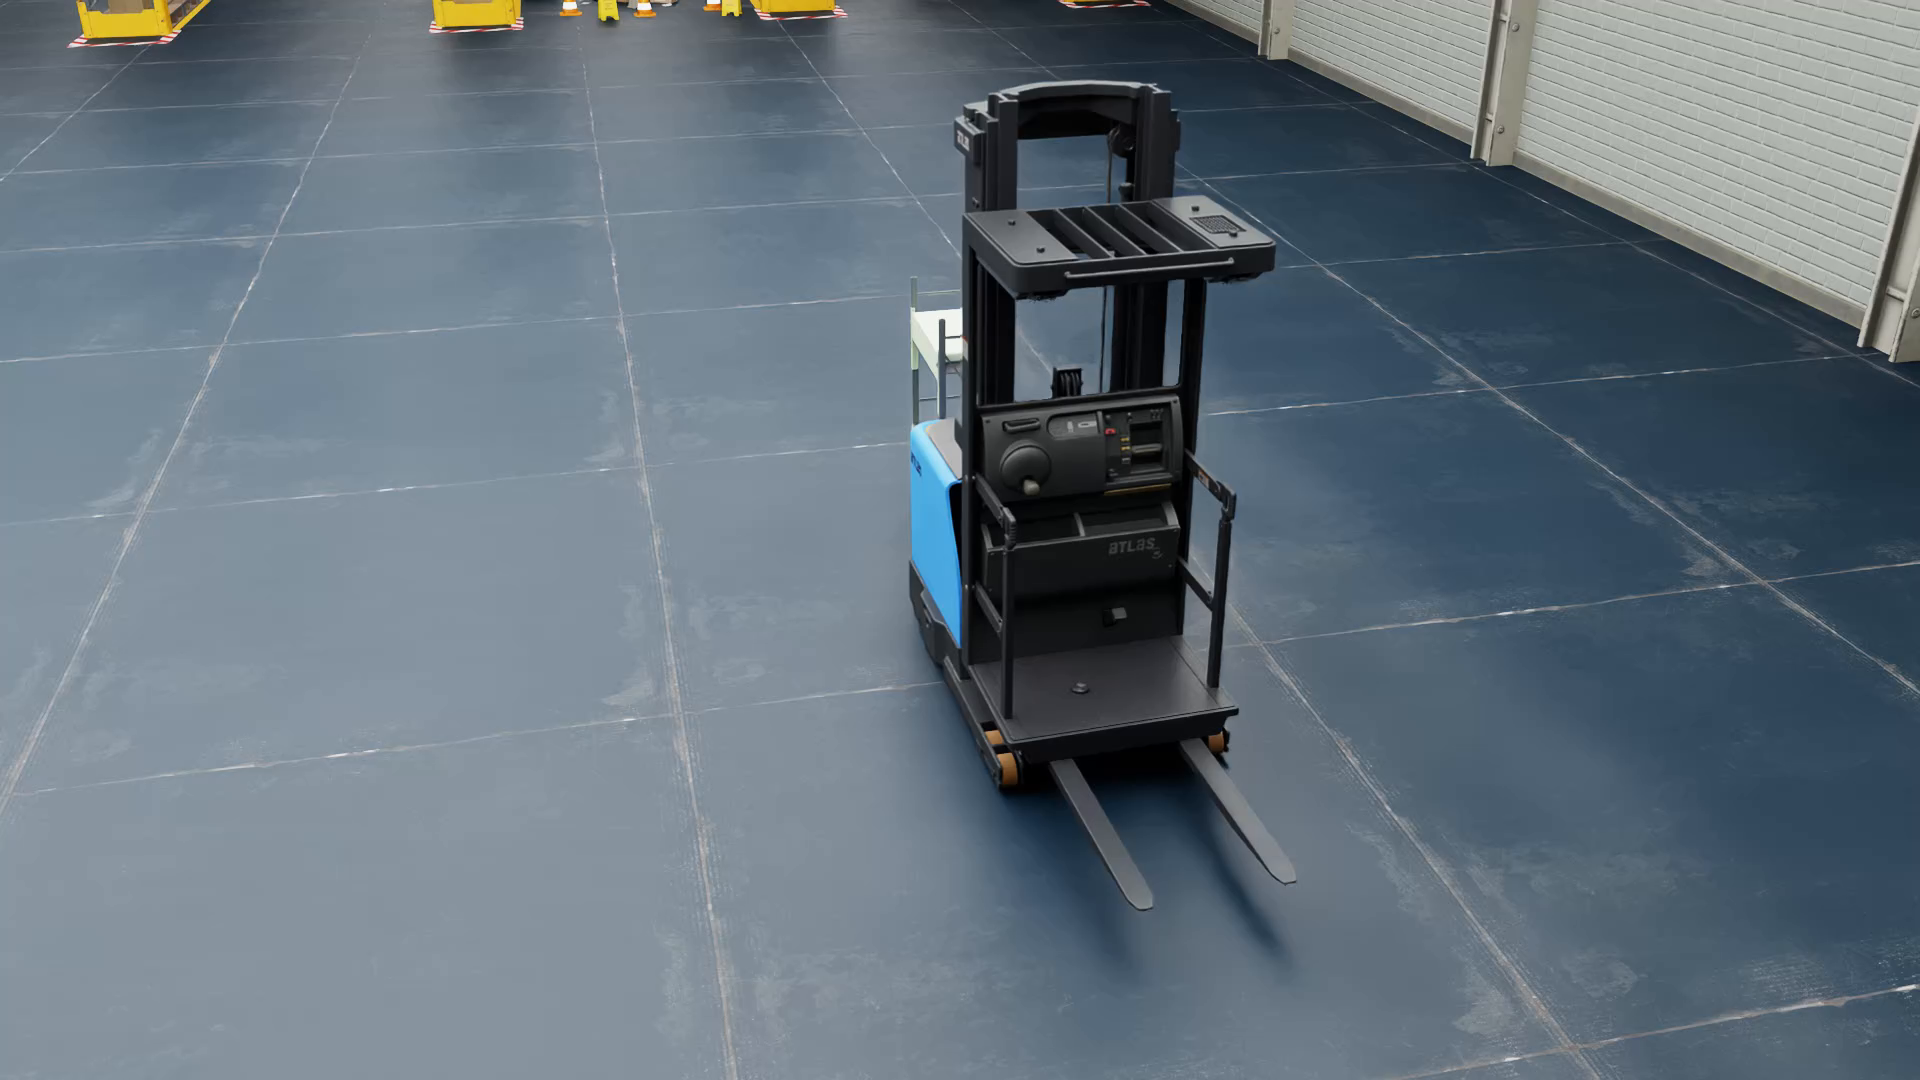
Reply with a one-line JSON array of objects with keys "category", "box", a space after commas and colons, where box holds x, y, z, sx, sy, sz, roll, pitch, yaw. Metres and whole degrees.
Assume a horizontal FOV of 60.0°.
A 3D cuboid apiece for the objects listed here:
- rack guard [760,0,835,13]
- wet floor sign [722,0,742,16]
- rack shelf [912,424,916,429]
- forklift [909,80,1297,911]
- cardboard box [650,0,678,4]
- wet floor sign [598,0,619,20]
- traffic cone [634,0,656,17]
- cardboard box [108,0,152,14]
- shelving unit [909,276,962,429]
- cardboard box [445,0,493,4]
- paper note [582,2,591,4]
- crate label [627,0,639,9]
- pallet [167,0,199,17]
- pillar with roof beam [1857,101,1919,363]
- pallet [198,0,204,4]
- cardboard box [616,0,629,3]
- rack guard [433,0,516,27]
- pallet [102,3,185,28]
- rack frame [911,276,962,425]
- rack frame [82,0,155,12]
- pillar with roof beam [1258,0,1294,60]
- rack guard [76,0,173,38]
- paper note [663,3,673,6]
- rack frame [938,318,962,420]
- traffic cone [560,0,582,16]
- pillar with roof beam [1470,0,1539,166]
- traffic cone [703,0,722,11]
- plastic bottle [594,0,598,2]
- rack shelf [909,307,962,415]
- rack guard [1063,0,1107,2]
[{"category": "rack guard", "box": [-2.587, -8.676, 26.385, 1.175, 0.500, 0.348, -6, 27, -12]}, {"category": "wet floor sign", "box": [-3.569, -8.516, 25.905, 0.267, 0.644, 0.232, 3, 27, 6]}, {"category": "rack shelf", "box": [0.002, -0.376, 9.553, 0.431, 0.370, 0.720, -6, 27, -12]}, {"category": "forklift", "box": [0.612, -0.377, 7.244, 1.130, 2.935, 3.031, -7, 28, -14]}, {"category": "cardboard box", "box": [-4.833, -8.856, 27.131, 0.380, 0.149, 0.250, 8, 28, 15]}, {"category": "wet floor sign", "box": [-5.434, -8.349, 25.575, 0.267, 0.644, 0.232, -11, 29, -20]}, {"category": "traffic cone", "box": [-4.928, -8.422, 25.922, 0.336, 0.463, 0.334, -6, 27, -12]}, {"category": "cardboard box", "box": [-12.349, -8.100, 24.777, 0.500, 0.500, 0.500, -1, 27, -2]}, {"category": "shelving unit", "box": [0.002, -0.667, 9.406, 0.431, 1.500, 0.755, -6, 27, -12]}, {"category": "cardboard box", "box": [-7.587, -8.742, 25.632, 0.875, 0.875, 0.875, -6, 27, -11]}, {"category": "paper note", "box": [-6.060, -8.728, 27.010, 0.144, 0.017, 0.142, 3, 27, 6]}, {"category": "crate label", "box": [-5.166, -8.615, 26.667, 0.250, 0.136, 0.298, -23, 35, -38]}, {"category": "pallet", "box": [-12.662, -8.436, 26.229, 1.003, 0.211, 1.213, -6, 27, -12]}, {"category": "pillar with roof beam", "box": [2.849, -5.001, 9.670, 9.100, 9.000, 0.400, -6, 27, -12]}, {"category": "pallet", "box": [-12.940, -8.972, 27.292, 1.003, 0.211, 1.213, -6, 27, -12]}, {"category": "cardboard box", "box": [-5.432, -9.158, 27.336, 0.637, 0.503, 0.797, 19, 32, 32]}, {"category": "rack guard", "box": [-7.364, -8.085, 25.214, 1.175, 0.500, 0.348, -6, 27, -12]}, {"category": "pallet", "box": [-12.391, -7.901, 25.170, 1.003, 0.211, 1.213, -6, 27, -12]}, {"category": "rack frame", "box": [-0.081, -0.827, 9.725, 0.400, 1.500, 0.023, -6, 27, -12]}, {"category": "rack frame", "box": [-12.225, -8.752, 23.762, 1.000, 3.000, 0.127, -6, 27, -12]}, {"category": "pillar with roof beam", "box": [0.144, -10.269, 20.108, 9.100, 9.000, 0.400, -6, 27, -12]}, {"category": "rack guard", "box": [-12.242, -7.670, 24.391, 1.175, 0.500, 0.348, -6, 27, -12]}, {"category": "paper note", "box": [-4.722, -8.646, 26.846, 0.148, 0.019, 0.142, -16, 31, -29]}, {"category": "rack frame", "box": [0.084, -0.506, 9.088, 0.400, 1.500, 0.023, -6, 27, -12]}, {"category": "traffic cone", "box": [-6.106, -8.457, 25.991, 0.336, 0.463, 0.334, -6, 27, -12]}, {"category": "pillar with roof beam", "box": [1.497, -7.635, 14.889, 9.100, 9.000, 0.400, -6, 27, -12]}, {"category": "traffic cone", "box": [-3.924, -8.684, 26.441, 0.336, 0.463, 0.334, -6, 27, -12]}, {"category": "plastic bottle", "box": [-5.969, -8.894, 27.304, 0.133, 0.061, 0.283, -16, 31, -29]}, {"category": "rack shelf", "box": [0.002, -1.015, 9.230, 0.431, 0.370, 0.720, -6, 27, -12]}, {"category": "rack guard", "box": [2.271, -9.138, 27.300, 1.175, 0.500, 0.348, -6, 27, -12]}]
